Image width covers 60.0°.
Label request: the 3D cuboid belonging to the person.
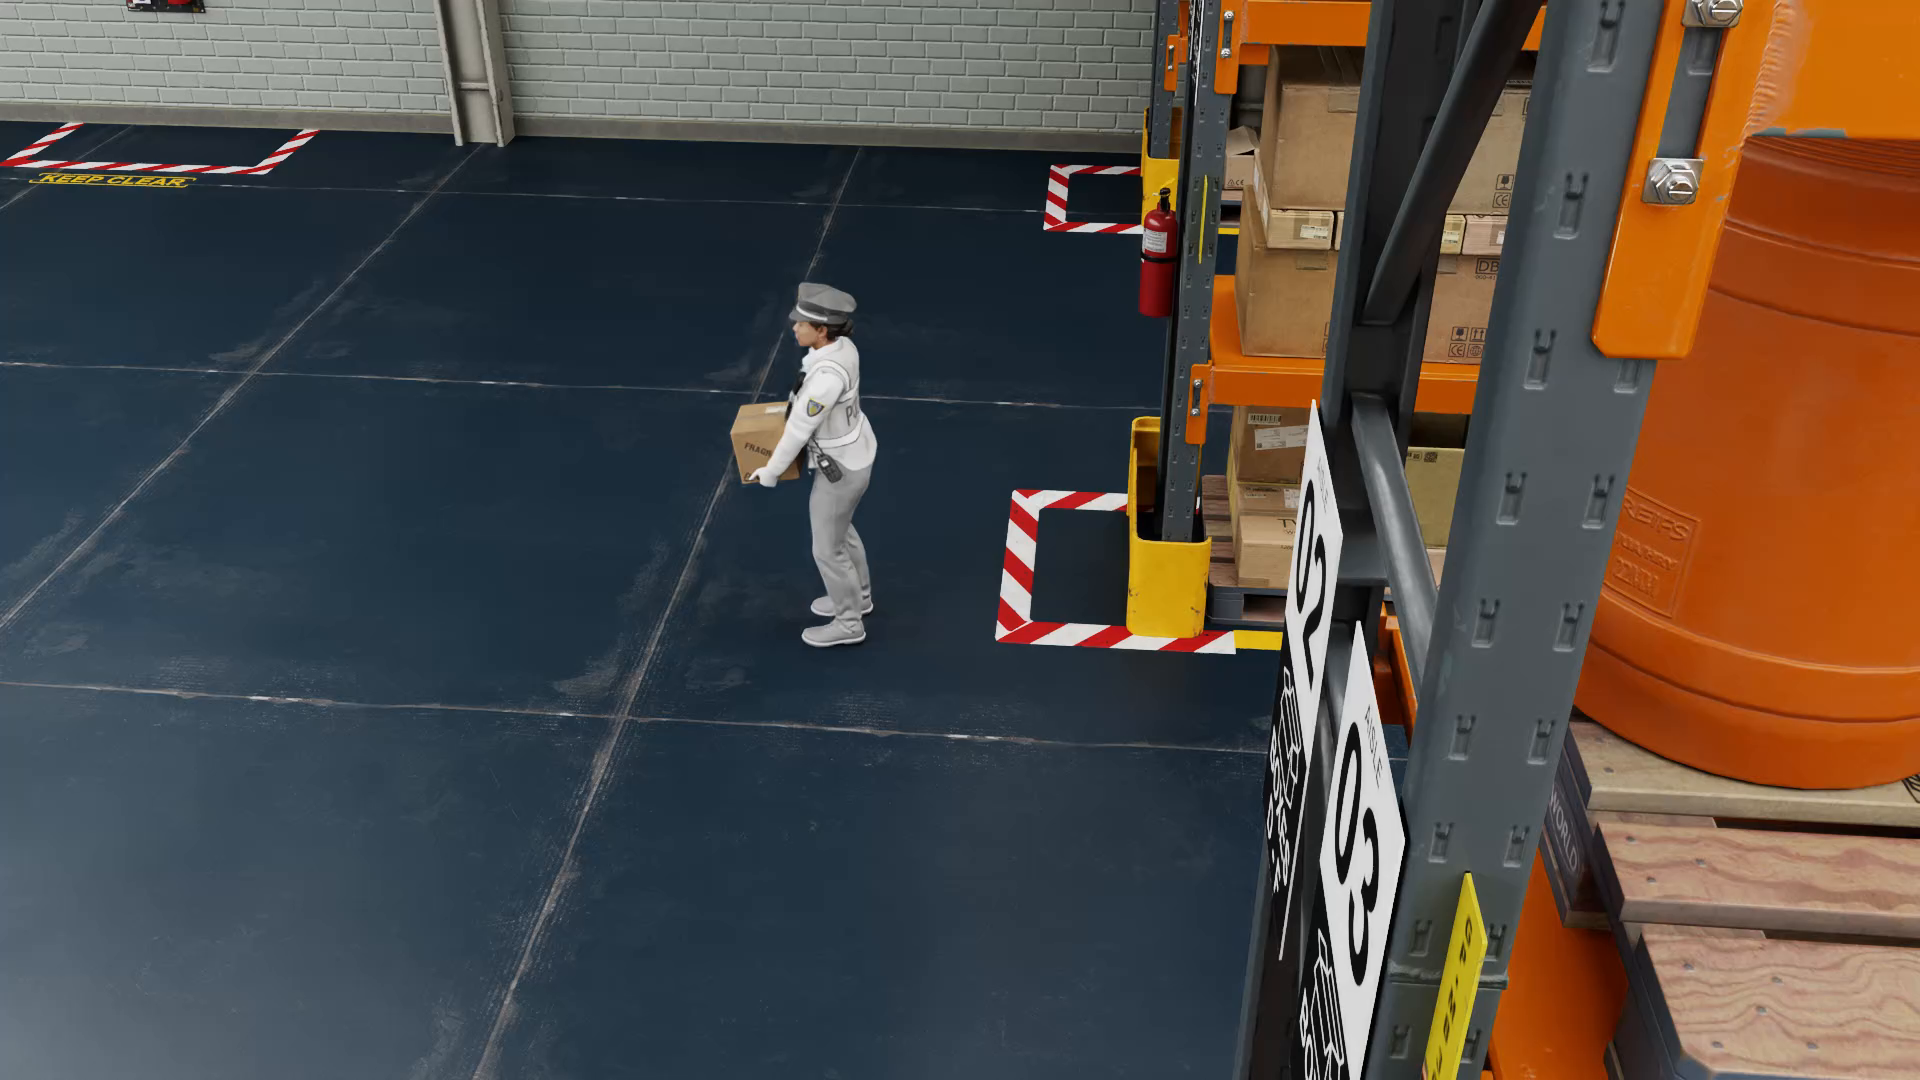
[{"bbox_3d":[-0.621,-0.314,7.127,0.528,1.682,0.417,2,32,3],"label":"person"}]
